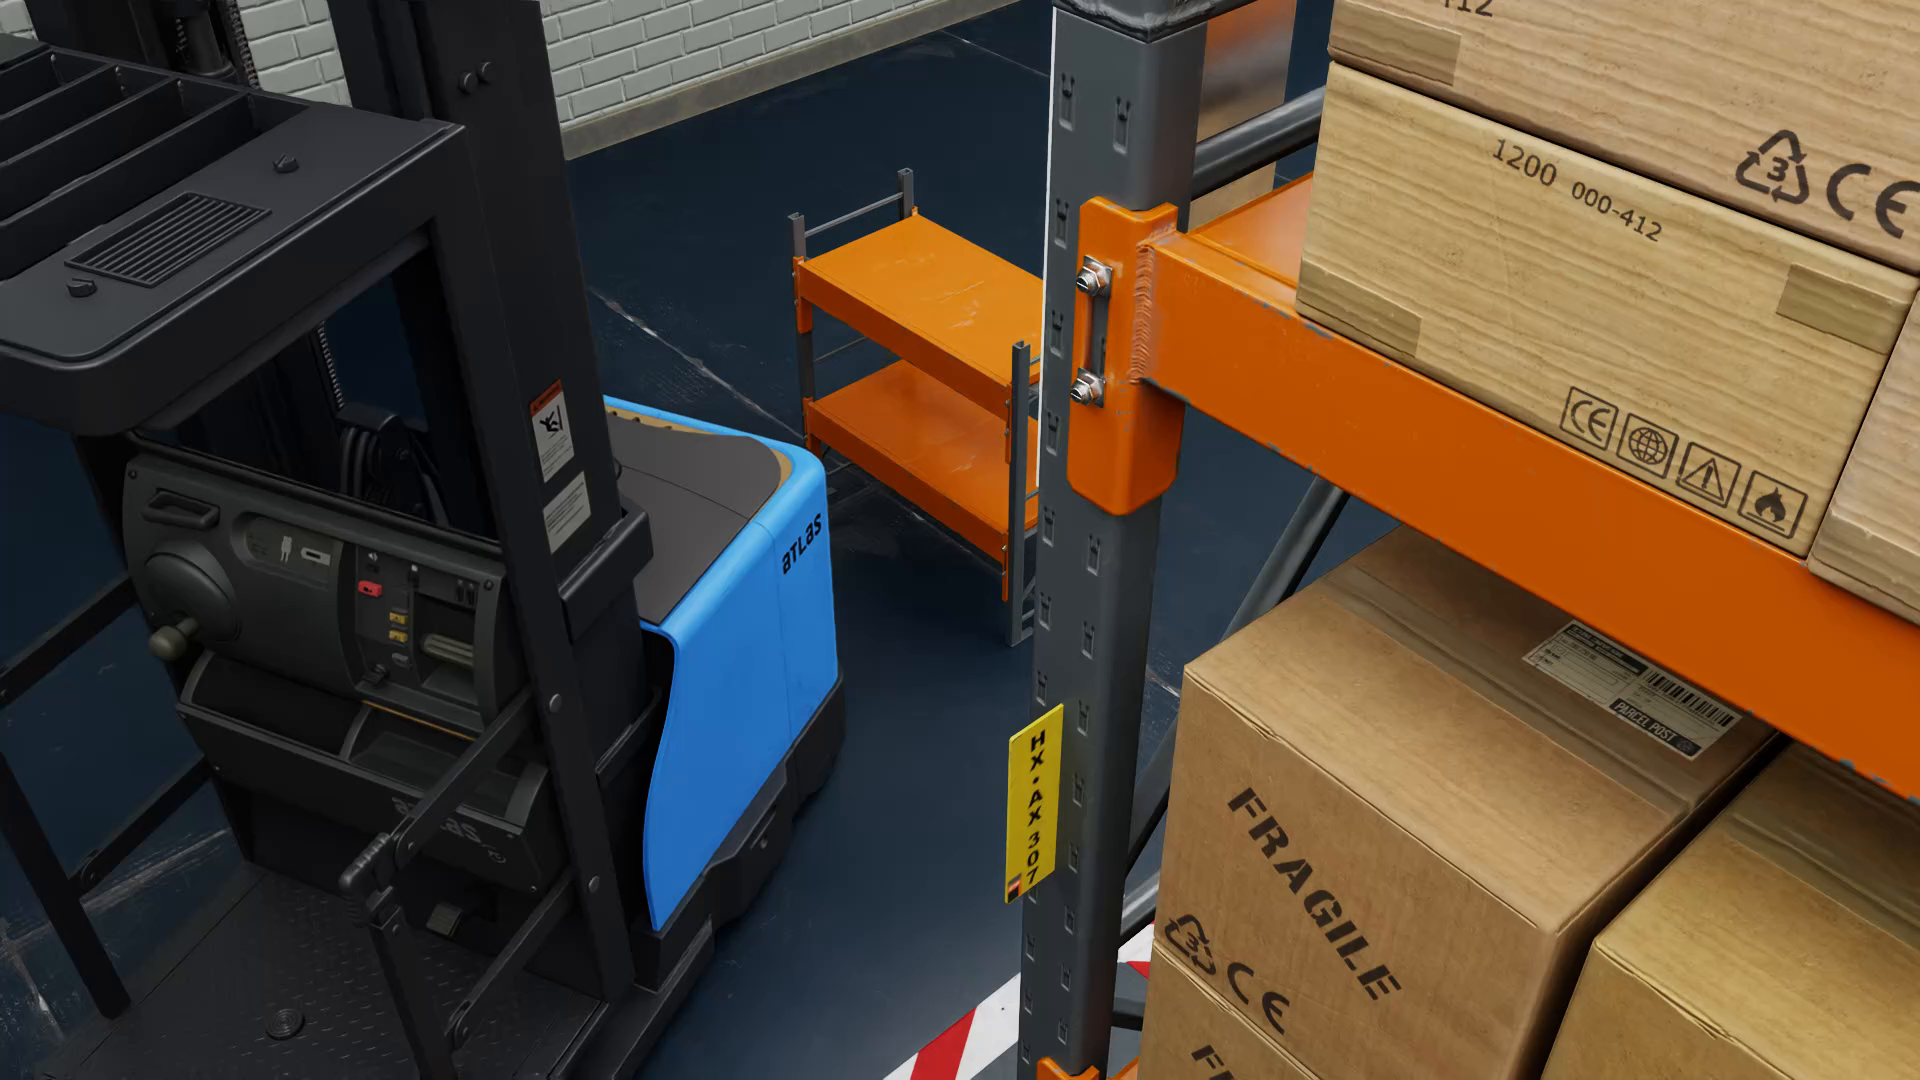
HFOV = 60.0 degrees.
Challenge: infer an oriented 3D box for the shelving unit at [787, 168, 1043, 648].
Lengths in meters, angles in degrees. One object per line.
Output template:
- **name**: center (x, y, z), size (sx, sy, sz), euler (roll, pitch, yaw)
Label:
- **shelving unit**: center (-0.005, -0.441, 5.400), size (0.538, 1.125, 1.048), euler (-30, 48, -32)

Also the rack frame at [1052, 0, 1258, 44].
- **rack frame**: center (0.500, -1.870, 0.904), size (1.000, 3.000, 0.127), euler (-30, 48, -32)

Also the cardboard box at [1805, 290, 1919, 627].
- **cardboard box**: center (0.989, -0.062, 1.172), size (0.500, 0.250, 0.500), euler (-30, 48, -32)

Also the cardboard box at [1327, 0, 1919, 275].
- **cardboard box**: center (0.656, -0.491, 1.305), size (0.500, 0.250, 0.500), euler (-30, 48, -32)

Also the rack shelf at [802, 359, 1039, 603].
- **rack shelf**: center (-0.005, -0.251, 5.554), size (0.538, 0.278, 1.000), euler (-30, 48, -32)

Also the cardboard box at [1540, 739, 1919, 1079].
- **cardboard box**: center (0.965, 0.592, 1.754), size (0.500, 0.500, 0.500), euler (-29, 47, -31)

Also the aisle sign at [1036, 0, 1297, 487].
- **aisle sign**: center (0.238, -0.454, 1.856), size (0.394, 0.787, 0.004), euler (-30, 48, -32)

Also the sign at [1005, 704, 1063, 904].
- **sign**: center (0.101, 0.358, 2.231), size (0.100, 0.325, 0.005), euler (-30, 48, -32)

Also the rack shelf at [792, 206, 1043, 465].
- **rack shelf**: center (-0.005, -0.668, 5.217), size (0.538, 0.278, 1.000), euler (-30, 48, -32)

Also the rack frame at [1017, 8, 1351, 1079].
- **rack frame**: center (0.500, 0.464, 2.788), size (1.000, 3.000, 0.127), euler (-30, 48, -32)

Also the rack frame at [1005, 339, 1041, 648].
- **rack frame**: center (0.339, -0.205, 5.109), size (0.500, 1.125, 0.032), euler (-30, 48, -32)

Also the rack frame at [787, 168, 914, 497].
- **rack frame**: center (-0.348, -0.676, 5.692), size (0.500, 1.125, 0.032), euler (-30, 48, -32)

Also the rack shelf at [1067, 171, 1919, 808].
- **rack shelf**: center (1.853, 0.502, 0.926), size (1.077, 0.370, 4.000), euler (-30, 48, -32)

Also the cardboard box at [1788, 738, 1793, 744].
- **cardboard box**: center (1.004, 0.125, 2.333), size (0.500, 0.500, 0.500), euler (-30, 48, -32)

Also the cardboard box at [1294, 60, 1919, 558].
- **cardboard box**: center (0.661, -0.299, 1.465), size (0.500, 0.250, 0.500), euler (-30, 48, -32)

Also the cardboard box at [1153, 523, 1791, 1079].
- **cardboard box**: center (0.606, 0.353, 2.050), size (0.500, 0.500, 0.500), euler (-28, 47, -31)

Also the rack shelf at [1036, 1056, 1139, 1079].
- **rack shelf**: center (1.853, 1.669, 1.868), size (1.077, 0.370, 4.000), euler (-30, 48, -32)

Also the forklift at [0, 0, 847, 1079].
- **forklift**: center (-1.388, 0.194, 3.178), size (1.130, 2.935, 3.031), euler (15, 41, 18)

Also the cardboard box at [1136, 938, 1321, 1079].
- **cardboard box**: center (0.606, 0.742, 2.364), size (0.500, 0.500, 0.500), euler (-29, 47, -31)
